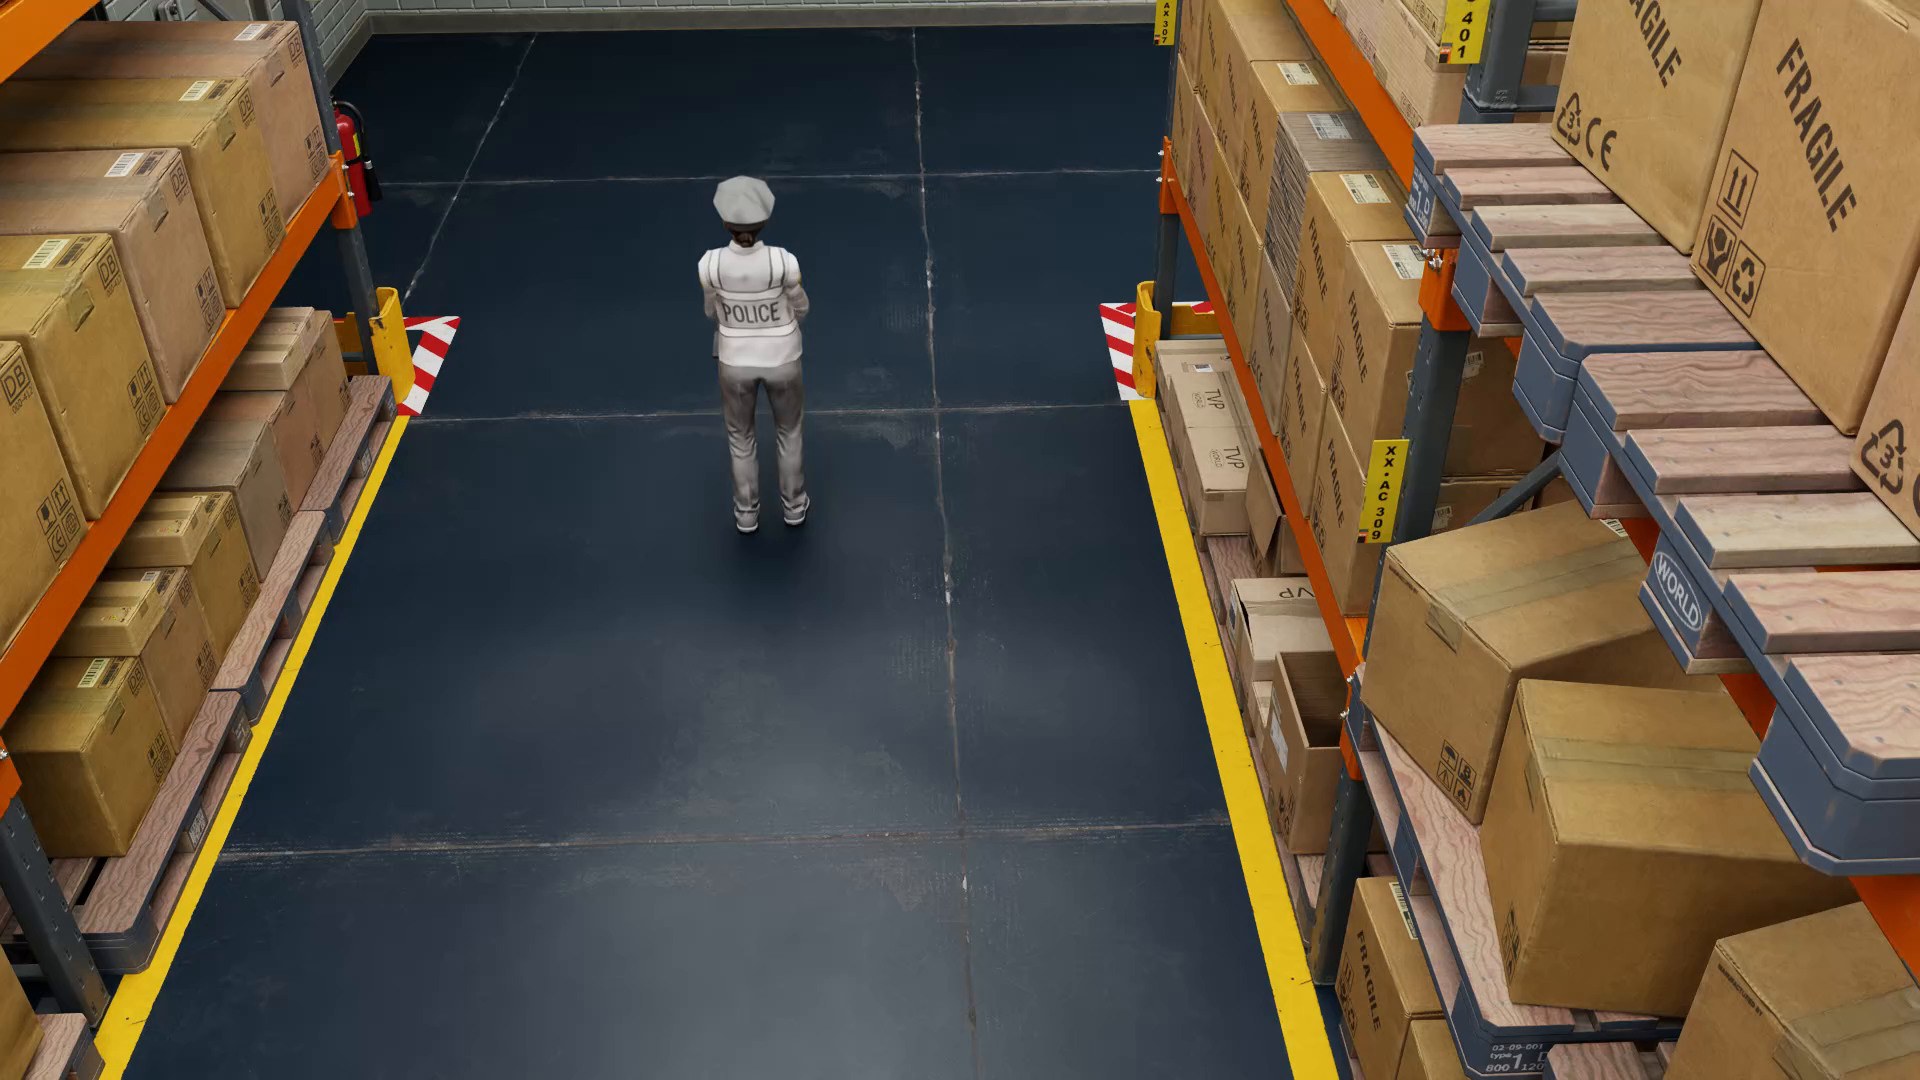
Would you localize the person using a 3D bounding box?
[{"bbox_3d":[-0.873,-0.820,7.280,0.453,1.691,0.535,-2,35,-2],"label":"person"}]
